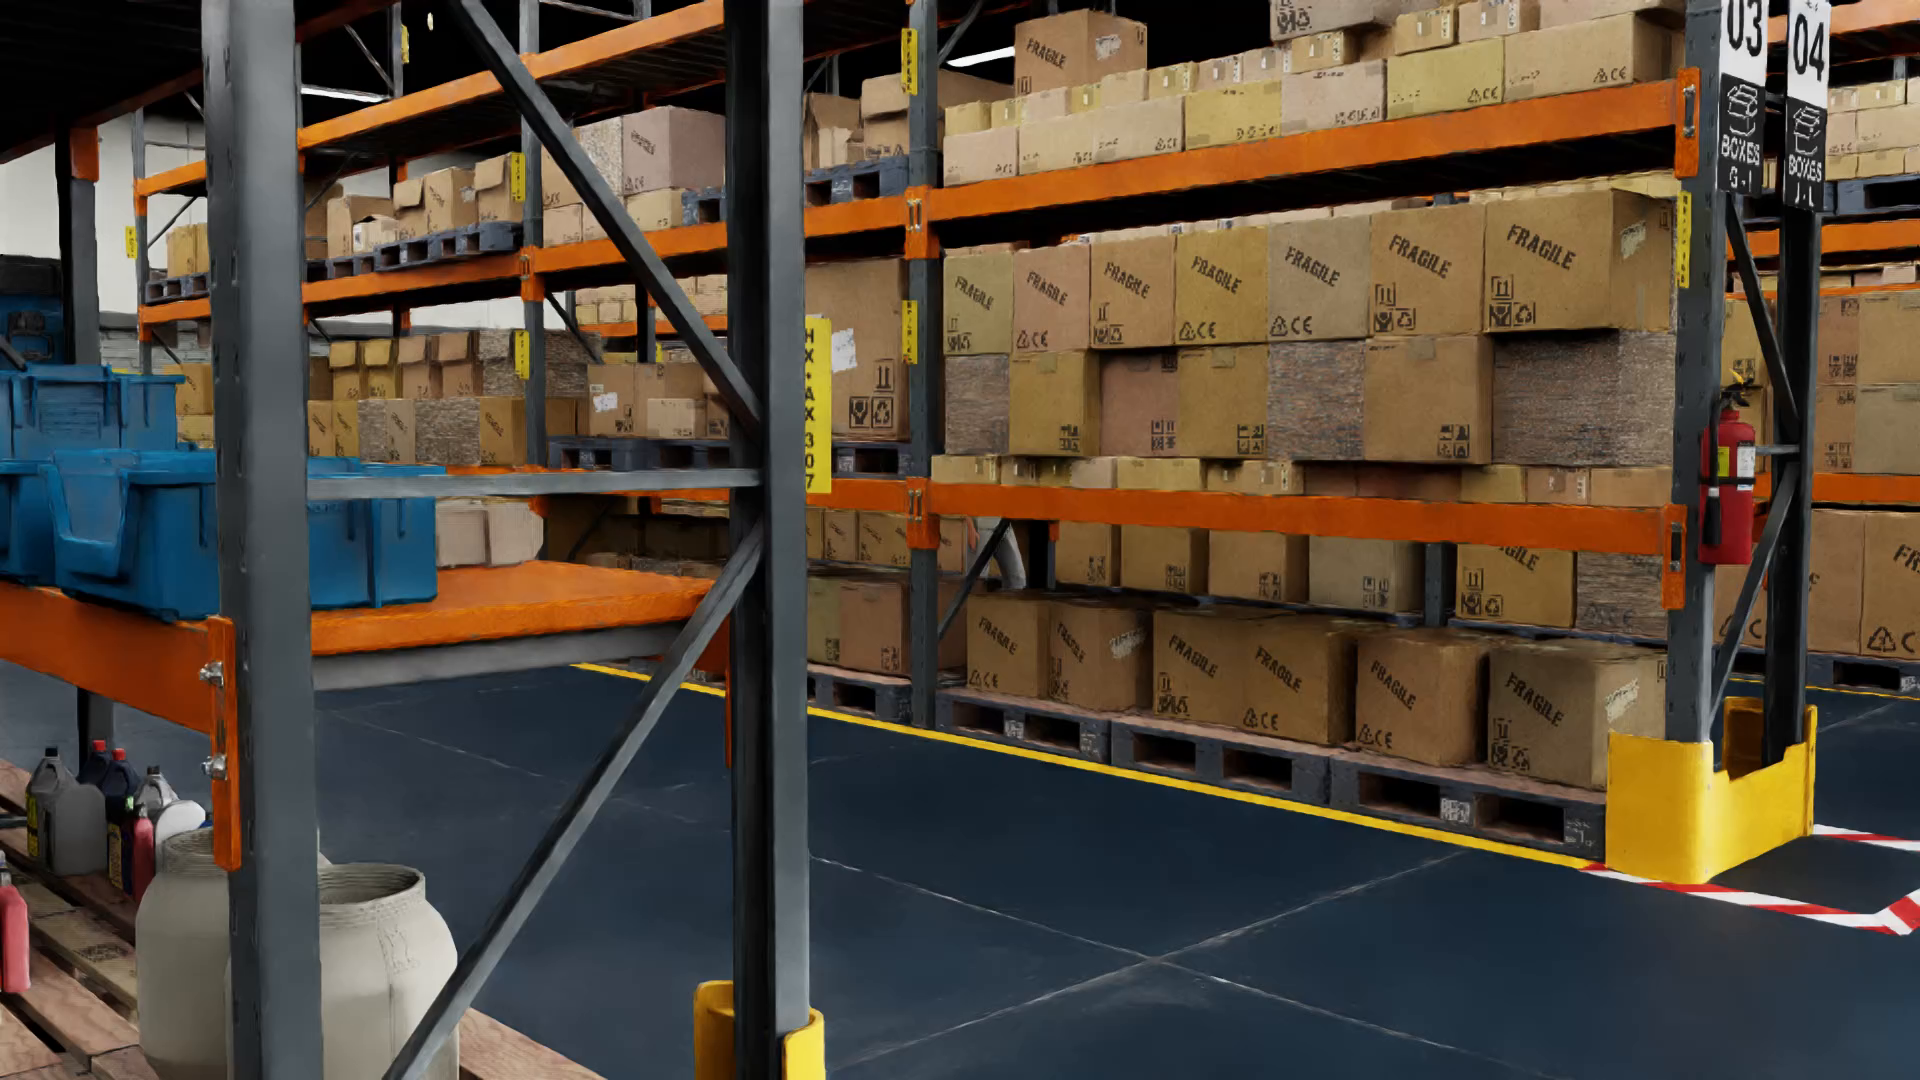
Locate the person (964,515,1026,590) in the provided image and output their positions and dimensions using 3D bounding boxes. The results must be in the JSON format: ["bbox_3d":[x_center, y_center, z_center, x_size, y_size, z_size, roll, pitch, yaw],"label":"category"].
[{"bbox_3d":[0.297,-0.077,11.829,0.473,1.671,0.642,3,5,35],"label":"person"}]
